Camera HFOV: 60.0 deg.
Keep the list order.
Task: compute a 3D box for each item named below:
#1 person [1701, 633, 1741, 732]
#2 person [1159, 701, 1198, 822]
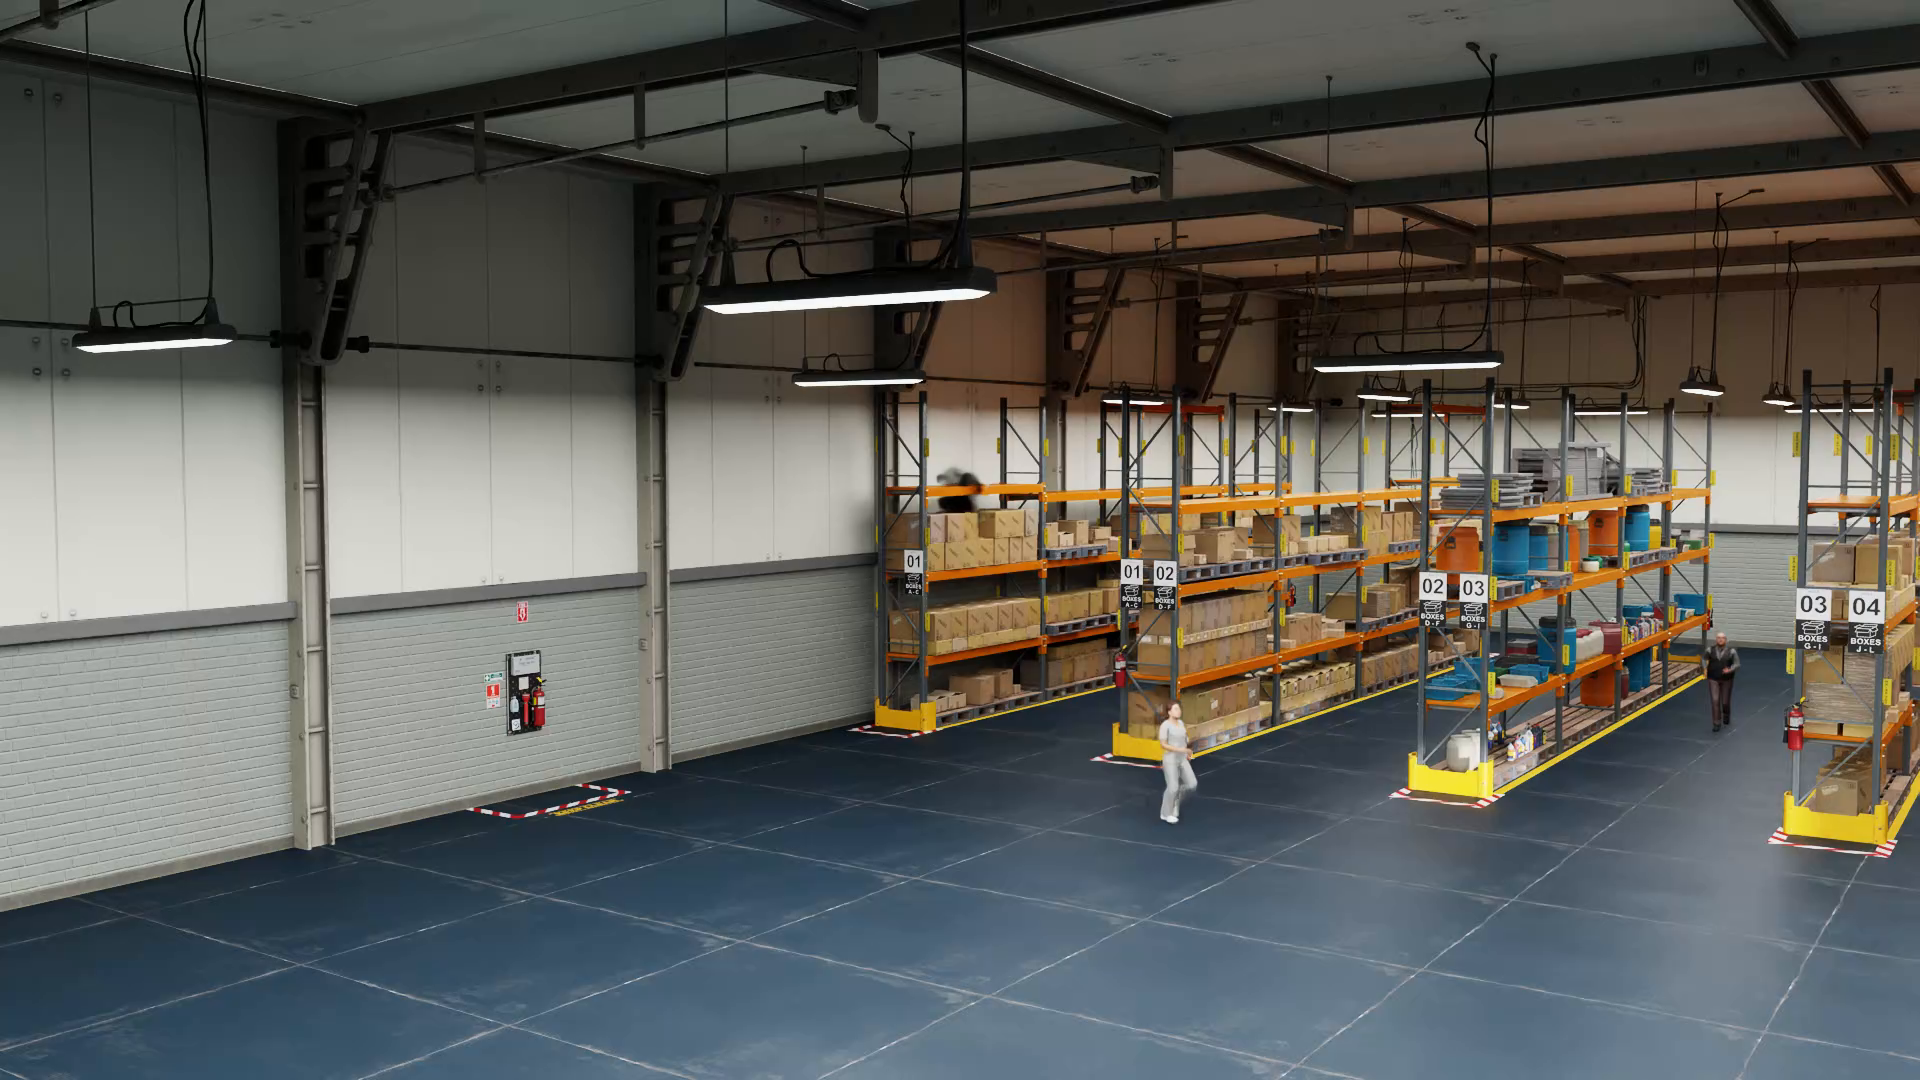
[{"bbox_3d":[13.507,2.506,29.552,0.665,1.725,0.803,2,4,29],"label":"person"},{"bbox_3d":[2.892,2.951,22.106,0.549,1.633,0.582,-2,4,-36],"label":"person"}]
